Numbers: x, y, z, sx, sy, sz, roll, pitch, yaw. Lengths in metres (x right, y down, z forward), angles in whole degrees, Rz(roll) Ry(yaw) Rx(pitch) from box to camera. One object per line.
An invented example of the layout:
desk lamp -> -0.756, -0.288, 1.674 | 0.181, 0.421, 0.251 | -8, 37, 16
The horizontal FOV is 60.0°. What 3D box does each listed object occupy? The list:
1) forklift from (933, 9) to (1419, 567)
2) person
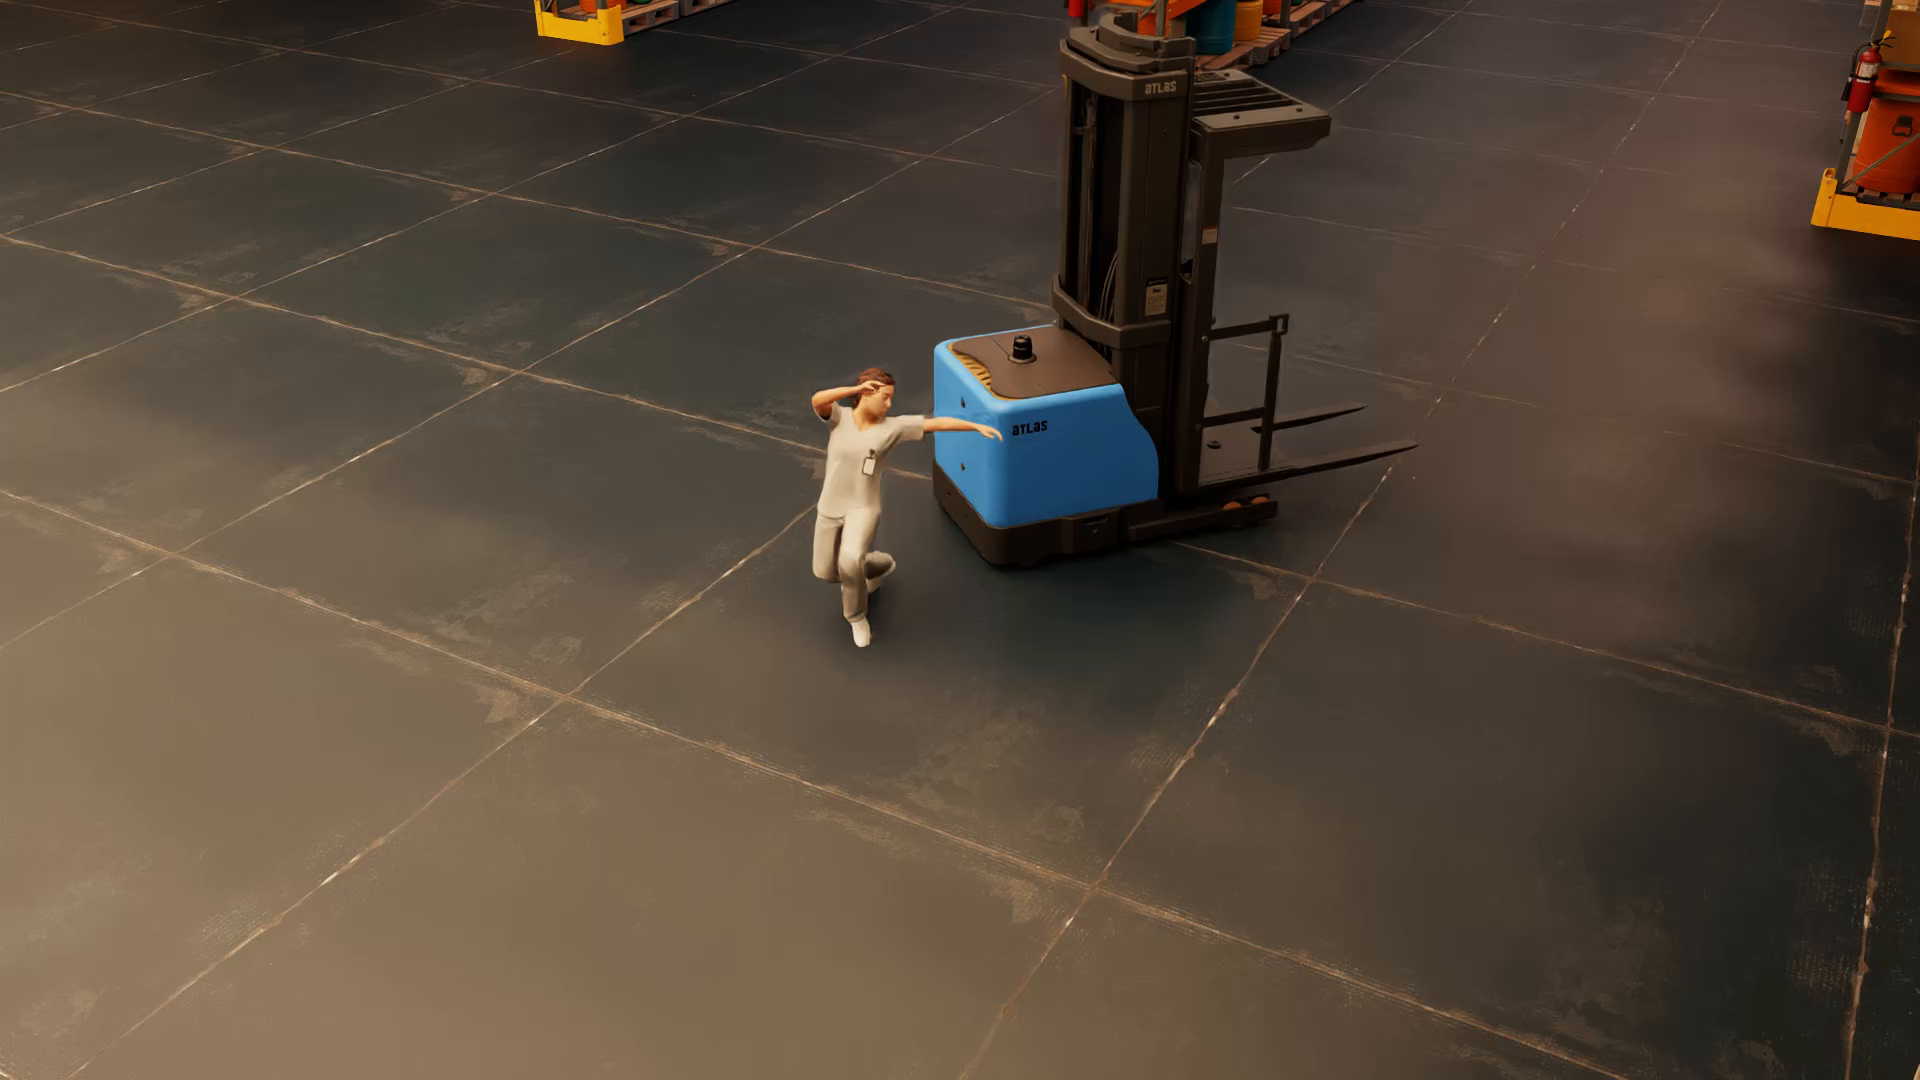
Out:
forklift -> 1.401, -1.567, 9.786 | 3.031, 2.935, 1.130 | -11, 32, -18
person -> -0.326, -0.170, 8.870 | 0.983, 1.466, 0.843 | 9, 31, 15
